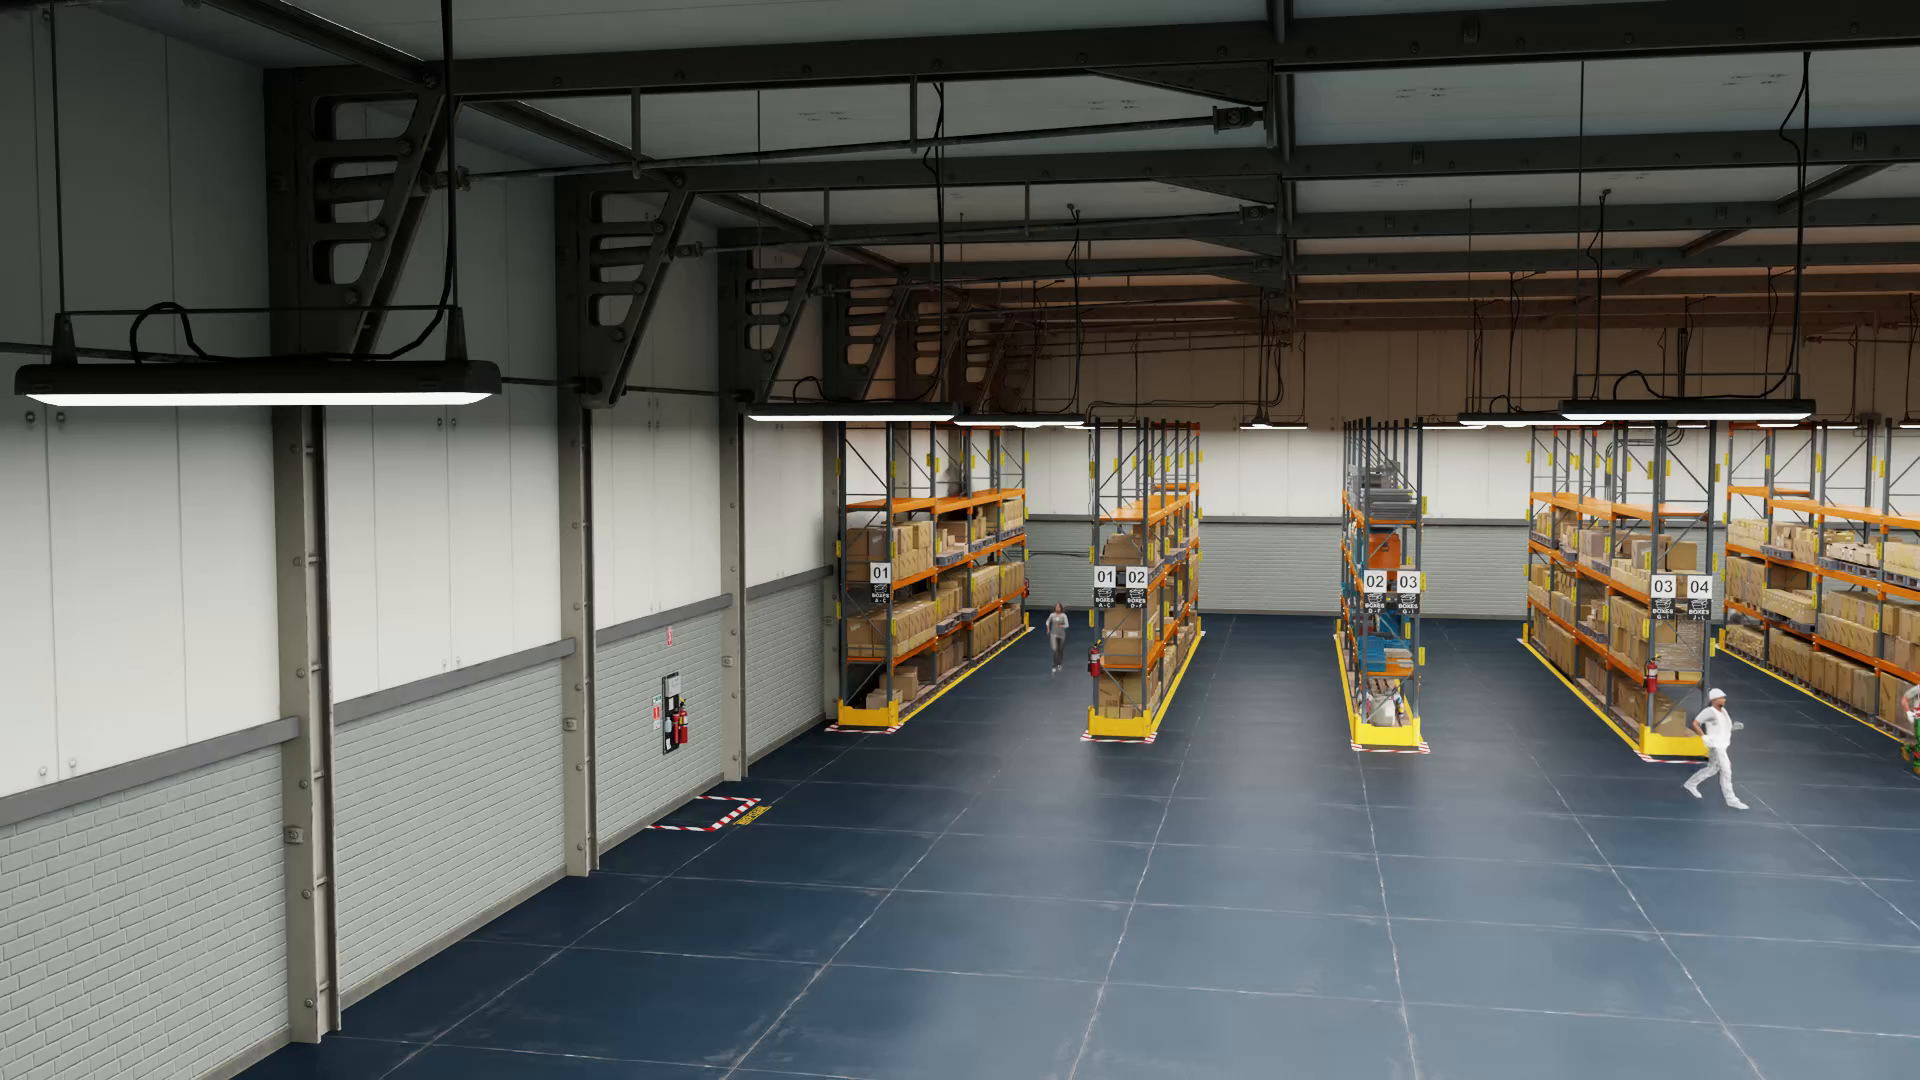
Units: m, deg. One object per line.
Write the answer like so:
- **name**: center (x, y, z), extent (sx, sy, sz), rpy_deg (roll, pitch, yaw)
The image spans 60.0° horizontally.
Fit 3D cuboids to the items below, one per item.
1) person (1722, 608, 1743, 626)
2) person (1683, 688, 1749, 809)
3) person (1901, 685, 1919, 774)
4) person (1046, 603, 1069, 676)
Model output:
- **person**: center (21.160, 1.948, 45.329), extent (0.677, 1.705, 0.794), rpy_deg (2, 4, 33)
- **person**: center (11.559, 3.152, 25.394), extent (0.997, 1.773, 0.683), rpy_deg (3, 5, 41)
- **person**: center (16.253, 3.049, 28.087), extent (0.709, 1.756, 0.726), rpy_deg (0, 4, -7)
- **person**: center (2.219, 2.245, 37.872), extent (0.503, 1.641, 0.705), rpy_deg (0, 4, 2)
